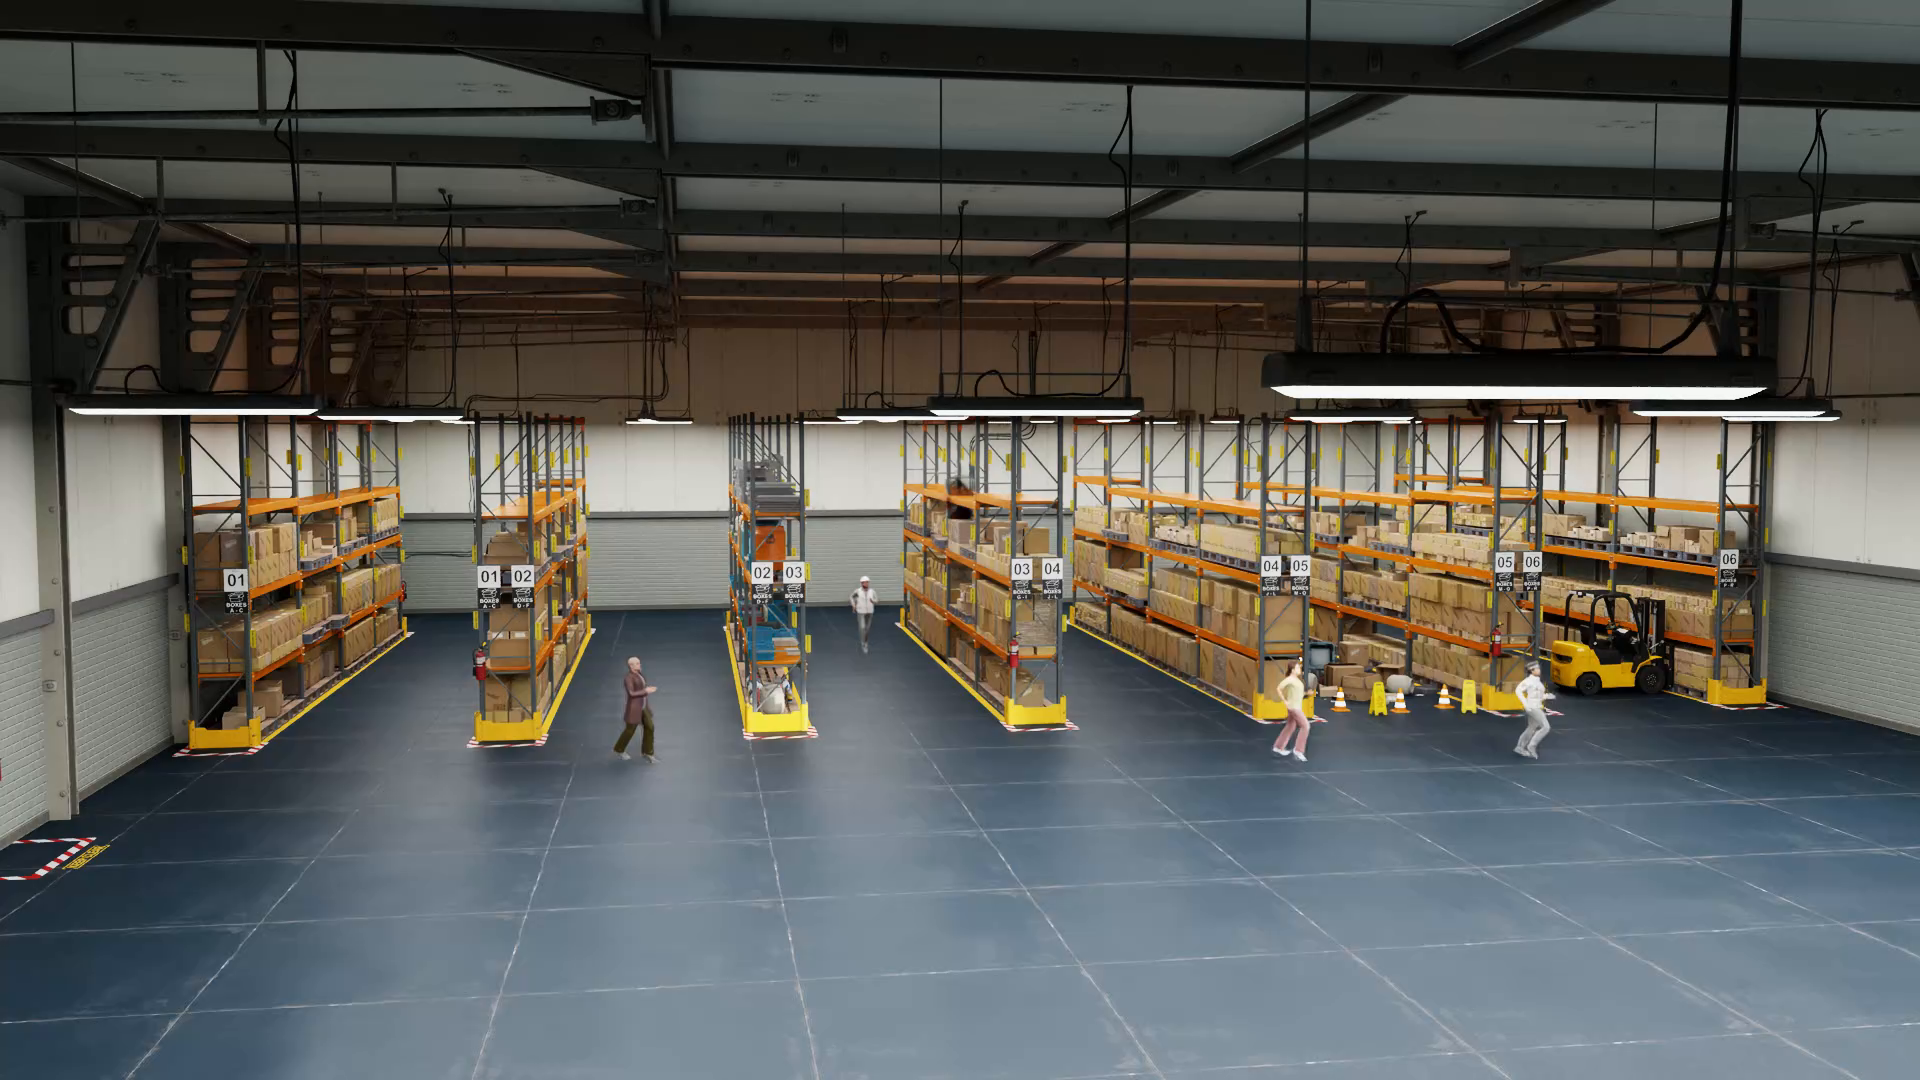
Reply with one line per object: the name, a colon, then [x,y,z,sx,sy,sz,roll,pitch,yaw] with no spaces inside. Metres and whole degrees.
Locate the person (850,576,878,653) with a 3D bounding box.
person: [-2.302,1.791,40.353,0.636,1.833,0.793,-2,4,-22]

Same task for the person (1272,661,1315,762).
person: [5.738,2.942,28.631,0.724,1.723,0.548,2,4,22]

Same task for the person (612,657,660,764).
person: [-5.535,2.905,28.281,0.841,1.839,0.678,1,4,18]

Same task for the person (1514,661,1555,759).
person: [9.925,2.926,28.709,0.678,1.701,0.583,2,4,30]
